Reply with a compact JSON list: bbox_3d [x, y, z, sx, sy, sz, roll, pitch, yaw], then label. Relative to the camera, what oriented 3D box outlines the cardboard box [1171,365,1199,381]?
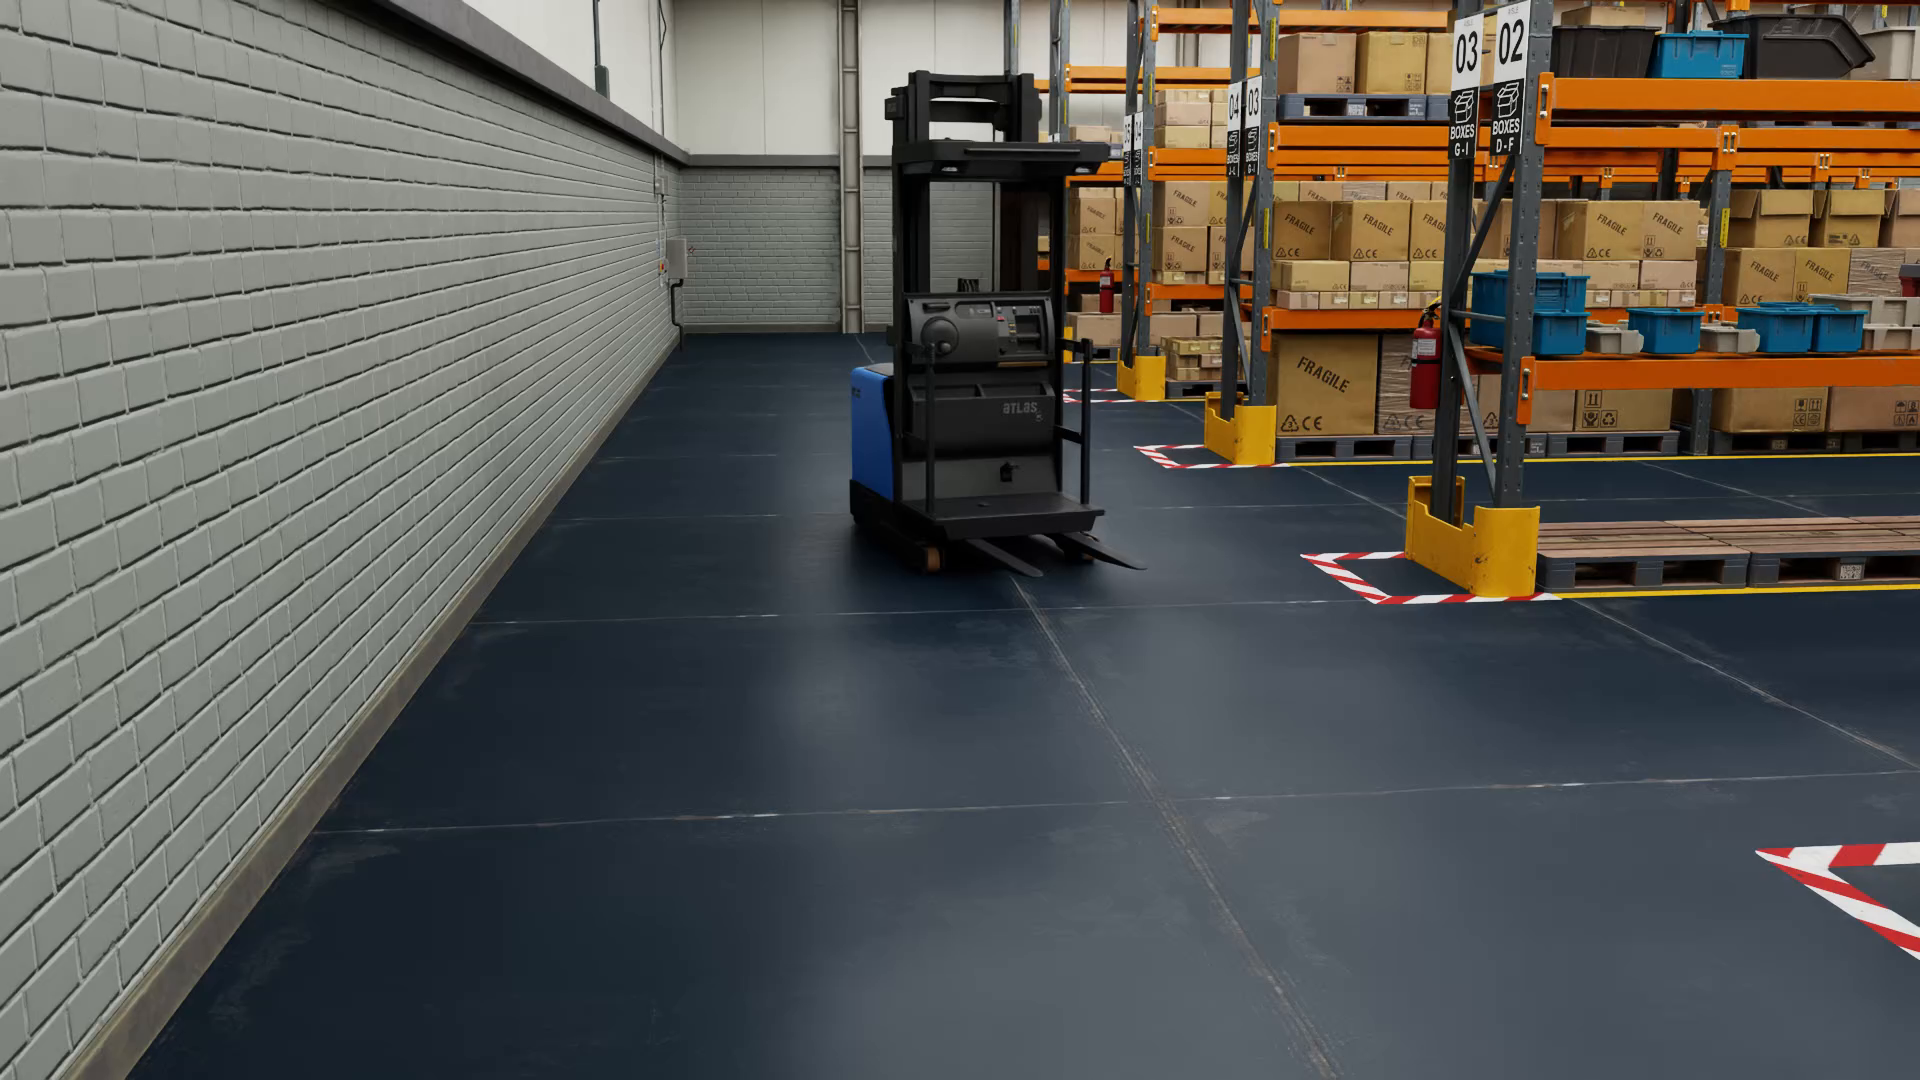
[{"bbox_3d":[2.596,-1.928,19.202,0.250,0.149,0.380,-1,11,-5],"label":"cardboard box"}]

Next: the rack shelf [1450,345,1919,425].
[{"bbox_3d":[4.999,-0.957,9.825,4.000,0.370,1.077,-1,11,-6],"label":"rack shelf"}]

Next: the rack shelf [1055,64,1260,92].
[{"bbox_3d":[3.393,-6.555,23.783,4.000,0.370,1.077,-1,11,-6],"label":"rack shelf"}]

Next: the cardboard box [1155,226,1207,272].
[{"bbox_3d":[2.516,-3.323,18.964,0.500,0.500,0.500,-1,11,-3],"label":"cardboard box"}]

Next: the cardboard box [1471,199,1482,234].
[{"bbox_3d":[7.365,-4.734,24.319,0.500,0.500,0.500,-1,11,-7],"label":"cardboard box"}]

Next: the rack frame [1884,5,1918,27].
[{"bbox_3d":[16.772,-8.347,30.000,0.127,3.000,1.000,-1,11,-6],"label":"rack frame"}]

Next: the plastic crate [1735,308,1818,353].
[{"bbox_3d":[4.600,-1.185,9.398,0.300,0.233,0.416,-1,11,-6],"label":"plastic crate"}]

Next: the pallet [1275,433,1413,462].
[{"bbox_3d":[3.262,-0.882,14.805,1.213,0.211,1.003,-1,11,-6],"label":"pallet"}]

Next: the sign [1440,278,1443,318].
[{"bbox_3d":[2.935,-1.454,10.063,0.005,0.325,0.100,-1,11,-6],"label":"sign"}]

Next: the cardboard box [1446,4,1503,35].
[{"bbox_3d":[4.485,-4.402,14.158,0.500,0.250,0.500,-2,11,-8],"label":"cardboard box"}]

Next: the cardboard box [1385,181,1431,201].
[{"bbox_3d":[5.065,-3.867,19.140,0.500,0.500,0.500,-2,11,-8],"label":"cardboard box"}]

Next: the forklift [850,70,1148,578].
[{"bbox_3d":[0.205,-1.323,10.000,1.130,2.935,3.031,-4,12,-19],"label":"forklift"}]

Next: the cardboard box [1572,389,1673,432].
[{"bbox_3d":[5.787,-1.467,14.971,0.875,0.875,0.875,-1,11,-6],"label":"cardboard box"}]

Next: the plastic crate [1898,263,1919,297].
[{"bbox_3d":[6.072,-1.442,10.105,0.583,0.464,0.402,-1,11,-6],"label":"plastic crate"}]

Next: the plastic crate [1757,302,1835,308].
[{"bbox_3d":[5.024,-1.308,10.022,0.300,0.233,0.416,-1,11,-6],"label":"plastic crate"}]

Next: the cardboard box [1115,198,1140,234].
[{"bbox_3d":[2.426,-4.626,23.771,0.500,0.500,0.500,-2,11,-8],"label":"cardboard box"}]

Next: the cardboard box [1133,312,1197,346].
[{"bbox_3d":[2.959,-3.121,24.521,0.875,0.438,0.875,-1,11,-5],"label":"cardboard box"}]

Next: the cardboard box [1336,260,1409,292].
[{"bbox_3d":[3.498,-2.261,14.210,0.500,0.250,0.500,-1,11,-7],"label":"cardboard box"}]

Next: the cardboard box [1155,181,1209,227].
[{"bbox_3d":[2.515,-3.816,18.878,0.500,0.500,0.500,-1,11,-6],"label":"cardboard box"}]

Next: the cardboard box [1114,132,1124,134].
[{"bbox_3d":[2.845,-6.854,28.500,0.500,0.250,0.500,-1,11,-5],"label":"cardboard box"}]

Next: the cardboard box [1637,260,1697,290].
[{"bbox_3d":[6.041,-2.314,14.482,0.500,0.250,0.500,-1,11,-7],"label":"cardboard box"}]

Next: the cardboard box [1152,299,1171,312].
[{"bbox_3d":[3.370,-4.077,29.219,0.500,0.500,0.700,-2,11,-8],"label":"cardboard box"}]

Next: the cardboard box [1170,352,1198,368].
[{"bbox_3d":[2.589,-2.086,19.235,0.250,0.149,0.380,-1,11,-4],"label":"cardboard box"}]

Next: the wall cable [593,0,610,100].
[{"bbox_3d":[-3.518,-7.284,16.249,0.120,5.999,2.277,-1,11,-6],"label":"wall cable"}]

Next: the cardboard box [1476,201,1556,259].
[{"bbox_3d":[4.941,-2.760,14.807,0.500,0.500,0.500,-2,11,-8],"label":"cardboard box"}]

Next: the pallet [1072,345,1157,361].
[{"bbox_3d":[2.192,-2.782,24.472,1.213,0.211,1.003,-1,11,-6],"label":"pallet"}]

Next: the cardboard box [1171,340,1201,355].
[{"bbox_3d":[2.598,-2.216,19.125,0.250,0.149,0.380,-2,11,-9],"label":"cardboard box"}]

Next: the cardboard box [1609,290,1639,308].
[{"bbox_3d":[5.673,-2.098,14.417,0.250,0.149,0.380,-1,11,-7],"label":"cardboard box"}]

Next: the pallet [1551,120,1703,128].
[{"bbox_3d":[5.637,-3.715,14.442,1.213,0.211,1.003,-1,11,-6],"label":"pallet"}]

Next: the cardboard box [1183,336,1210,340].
[{"bbox_3d":[2.795,-2.324,19.675,0.250,0.149,0.380,-1,11,-5],"label":"cardboard box"}]

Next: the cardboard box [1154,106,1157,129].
[{"bbox_3d":[2.471,-4.873,19.198,0.500,0.250,0.500,-2,11,-8],"label":"cardboard box"}]

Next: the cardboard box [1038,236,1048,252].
[{"bbox_3d":[1.346,-5.101,28.655,0.500,0.250,0.500,-1,11,-6],"label":"cardboard box"}]

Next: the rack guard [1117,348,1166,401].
[{"bbox_3d":[2.116,-1.947,19.473,0.348,0.500,1.175,-1,11,-6],"label":"rack guard"}]

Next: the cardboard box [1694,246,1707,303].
[{"bbox_3d":[6.887,-2.413,15.105,0.500,0.500,0.500,-1,11,-6],"label":"cardboard box"}]

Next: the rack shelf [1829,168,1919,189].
[{"bbox_3d":[15.323,-5.529,25.306,4.000,0.370,1.077,-1,11,-6],"label":"rack shelf"}]

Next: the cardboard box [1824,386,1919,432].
[{"bbox_3d":[7.974,-1.501,15.146,0.875,0.875,1.225,-2,11,-8],"label":"cardboard box"}]

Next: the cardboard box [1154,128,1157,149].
[{"bbox_3d":[2.464,-4.630,19.255,0.500,0.250,0.500,-1,11,-7],"label":"cardboard box"}]

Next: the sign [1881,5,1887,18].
[{"bbox_3d":[13.401,-7.742,24.089,0.005,0.325,0.100,-1,11,-6],"label":"sign"}]

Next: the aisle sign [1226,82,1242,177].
[{"bbox_3d":[2.371,-3.550,14.409,0.004,0.787,0.394,-1,11,-6],"label":"aisle sign"}]

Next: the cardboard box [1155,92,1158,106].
[{"bbox_3d":[2.339,-5.074,19.184,0.250,0.149,0.380,-1,11,-7],"label":"cardboard box"}]

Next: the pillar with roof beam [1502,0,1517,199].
[{"bbox_3d":[10.482,-7.555,25.971,0.400,9.000,9.100,-1,11,-6],"label":"pillar with roof beam"}]

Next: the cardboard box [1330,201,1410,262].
[{"bbox_3d":[3.479,-2.627,14.129,0.500,0.500,0.500,-1,11,-7],"label":"cardboard box"}]

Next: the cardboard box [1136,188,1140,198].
[{"bbox_3d":[2.571,-4.942,23.699,0.250,0.149,0.380,-2,11,-8],"label":"cardboard box"}]

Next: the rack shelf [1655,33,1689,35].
[{"bbox_3d":[8.005,-5.691,19.389,4.000,0.370,1.077,-1,11,-6],"label":"rack shelf"}]

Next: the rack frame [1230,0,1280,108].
[{"bbox_3d":[2.475,-5.162,13.796,0.127,3.000,1.000,-1,11,-6],"label":"rack frame"}]

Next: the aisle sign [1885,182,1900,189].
[{"bbox_3d":[16.869,-6.624,30.049,0.004,0.787,0.394,-1,11,-6],"label":"aisle sign"}]

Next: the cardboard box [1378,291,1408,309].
[{"bbox_3d":[3.632,-2.056,14.200,0.250,0.149,0.380,-1,11,-7],"label":"cardboard box"}]

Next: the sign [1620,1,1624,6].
[{"bbox_3d":[9.422,-7.659,23.665,0.005,0.325,0.100,-1,11,-6],"label":"sign"}]

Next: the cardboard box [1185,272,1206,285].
[{"bbox_3d":[2.646,-3.005,19.030,0.250,0.149,0.380,-1,11,-4],"label":"cardboard box"}]

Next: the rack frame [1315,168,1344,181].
[{"bbox_3d":[5.382,-4.202,24.466,0.127,3.000,1.000,-1,11,-6],"label":"rack frame"}]

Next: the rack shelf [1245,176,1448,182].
[{"bbox_3d":[6.830,-6.314,29.299,4.000,0.370,1.077,-1,11,-6],"label":"rack shelf"}]

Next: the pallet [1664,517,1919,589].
[{"bbox_3d":[5.044,0.065,9.988,1.213,0.211,1.003,-1,11,-6],"label":"pallet"}]

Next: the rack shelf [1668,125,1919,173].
[{"bbox_3d":[8.440,-3.462,14.791,4.000,0.370,1.077,-1,11,-6],"label":"rack shelf"}]

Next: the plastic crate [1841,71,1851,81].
[{"bbox_3d":[5.038,-2.701,9.741,0.530,0.136,0.437,-1,11,-6],"label":"plastic crate"}]

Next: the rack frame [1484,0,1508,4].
[{"bbox_3d":[6.017,-6.198,19.069,0.127,3.000,1.000,-1,11,-6],"label":"rack frame"}]
